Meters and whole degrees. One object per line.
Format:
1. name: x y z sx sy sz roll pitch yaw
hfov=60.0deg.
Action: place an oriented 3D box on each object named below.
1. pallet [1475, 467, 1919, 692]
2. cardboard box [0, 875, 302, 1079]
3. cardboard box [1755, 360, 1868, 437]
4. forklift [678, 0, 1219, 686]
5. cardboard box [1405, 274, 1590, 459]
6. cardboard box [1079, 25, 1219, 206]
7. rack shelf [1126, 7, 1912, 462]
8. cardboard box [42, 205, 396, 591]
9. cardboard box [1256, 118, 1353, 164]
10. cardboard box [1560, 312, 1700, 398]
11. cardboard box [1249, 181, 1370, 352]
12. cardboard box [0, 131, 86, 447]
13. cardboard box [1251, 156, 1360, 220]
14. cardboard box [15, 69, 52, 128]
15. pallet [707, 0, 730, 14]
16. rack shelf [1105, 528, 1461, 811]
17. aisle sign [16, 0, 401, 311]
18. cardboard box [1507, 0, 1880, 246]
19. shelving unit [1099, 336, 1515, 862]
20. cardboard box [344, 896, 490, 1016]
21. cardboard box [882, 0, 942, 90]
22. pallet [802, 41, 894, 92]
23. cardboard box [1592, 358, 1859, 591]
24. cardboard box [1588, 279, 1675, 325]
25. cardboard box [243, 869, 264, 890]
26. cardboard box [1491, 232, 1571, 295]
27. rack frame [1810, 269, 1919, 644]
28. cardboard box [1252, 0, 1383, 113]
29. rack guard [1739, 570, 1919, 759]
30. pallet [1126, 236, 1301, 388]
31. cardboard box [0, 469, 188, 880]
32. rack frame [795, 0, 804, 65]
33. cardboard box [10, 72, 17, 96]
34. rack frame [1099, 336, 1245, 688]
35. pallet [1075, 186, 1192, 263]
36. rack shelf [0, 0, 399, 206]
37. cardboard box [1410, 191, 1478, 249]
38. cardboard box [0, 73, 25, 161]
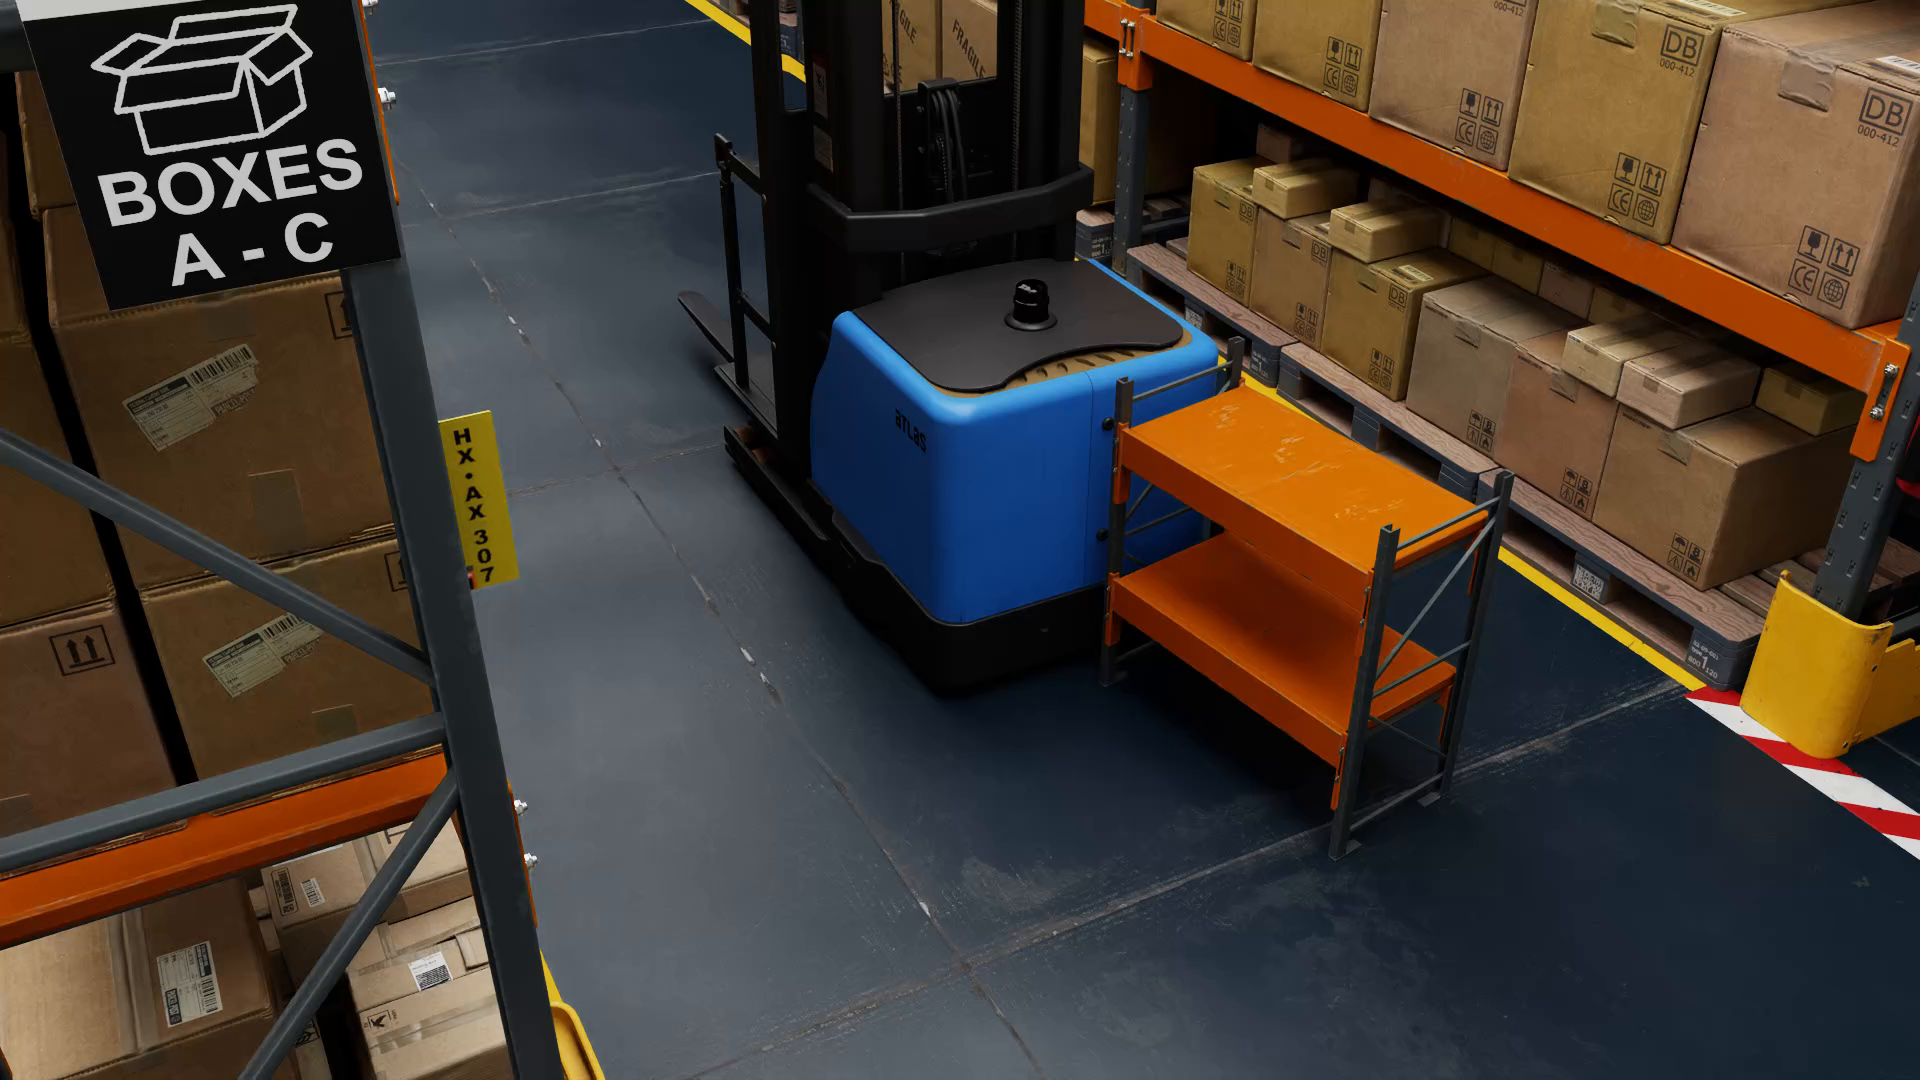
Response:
1. pallet: 2.655 0.005 6.046 1.003 0.211 1.213 -16 36 -23
2. cardboard box: -1.755 1.110 3.646 0.500 0.500 0.500 -16 36 -23
3. cardboard box: 2.917 -0.504 5.583 0.380 0.149 0.250 -16 36 -23
4. forklift: -0.292 -1.535 5.929 1.130 2.935 3.031 -16 36 -23
5. cardboard box: 2.213 -0.719 6.519 0.700 0.500 0.500 -17 36 -25
6. cardboard box: 0.813 -2.265 8.608 0.750 0.750 0.750 -15 36 -23
7. rack shelf: 2.164 -1.459 6.413 1.077 0.370 4.000 -16 36 -23
8. cardboard box: -1.258 -0.301 2.919 0.500 0.500 0.500 -15 35 -22
9. cardboard box: 1.598 -1.850 7.683 0.380 0.149 0.250 -16 36 -23
10. cardboard box: 2.341 -0.651 5.812 0.380 0.149 0.250 -15 36 -22
11. cardboard box: 1.721 -1.217 7.297 0.700 0.500 0.500 -16 36 -24
12. cardboard box: -1.971 -0.407 3.084 0.500 0.500 0.500 -15 36 -22
13. cardboard box: 1.488 -1.521 7.171 0.380 0.149 0.250 -15 35 -22
14. cardboard box: -1.737 -0.788 3.680 0.500 0.500 0.500 -15 36 -22
15. pallet: -1.561 -4.406 12.931 1.003 0.211 1.213 -16 36 -23
16. rack shelf: 0.973 0.354 5.108 0.538 0.278 1.000 -22 39 -30
17. aisle sign: -0.992 -0.695 2.145 0.394 0.787 0.004 -16 36 -23
18. cardboard box: 2.501 -1.519 5.562 0.980 0.700 0.700 -16 36 -23
19. shelving unit: 0.973 0.148 4.976 0.538 1.125 1.048 -22 39 -30
20. cardboard box: -1.292 1.043 4.060 0.380 0.166 0.250 -16 36 -23
21. cardboard box: -0.004 -3.093 9.901 0.750 0.750 0.750 -16 36 -23
22. pallet: -0.333 -3.056 10.824 1.003 0.211 1.213 -16 36 -23
23. cardboard box: 2.682 -0.240 5.772 0.700 0.500 0.500 -16 36 -23
24. cardboard box: 2.564 -0.865 6.146 0.380 0.149 0.250 -16 36 -23
25. cardboard box: -2.172 0.755 4.432 0.500 0.250 0.500 -16 36 -23
26. cardboard box: 2.324 -1.109 6.526 0.380 0.149 0.250 -15 36 -23
27. rack frame: 3.097 -0.807 4.729 1.000 3.000 0.127 -16 36 -23
28. cardboard box: 1.806 -2.230 6.671 0.980 0.700 0.700 -17 36 -24
29. rack guard: 3.108 0.257 5.386 1.175 0.500 0.348 -16 36 -23
30. pallet: 1.517 -1.159 7.864 1.003 0.211 1.213 -16 36 -23
31. cardboard box: -1.734 0.253 2.981 0.500 0.500 0.500 -15 35 -22
32. rack frame: -0.633 -4.625 10.688 1.000 3.000 0.127 -16 36 -23
33. cardboard box: -2.937 -1.390 4.619 0.500 0.500 0.500 -17 36 -25
34. rack frame: 0.670 -0.072 5.320 0.500 1.125 0.032 -22 39 -30
35. pallet: 0.805 -1.891 9.006 1.003 0.211 1.213 -16 36 -23
36. rack shelf: -2.217 -1.474 3.656 1.077 0.370 4.000 -16 36 -23
37. cardboard box: 2.085 -1.353 6.907 0.380 0.149 0.250 -15 36 -23
38. cardboard box: -2.456 -0.898 3.851 0.500 0.500 0.500 -15 35 -22
